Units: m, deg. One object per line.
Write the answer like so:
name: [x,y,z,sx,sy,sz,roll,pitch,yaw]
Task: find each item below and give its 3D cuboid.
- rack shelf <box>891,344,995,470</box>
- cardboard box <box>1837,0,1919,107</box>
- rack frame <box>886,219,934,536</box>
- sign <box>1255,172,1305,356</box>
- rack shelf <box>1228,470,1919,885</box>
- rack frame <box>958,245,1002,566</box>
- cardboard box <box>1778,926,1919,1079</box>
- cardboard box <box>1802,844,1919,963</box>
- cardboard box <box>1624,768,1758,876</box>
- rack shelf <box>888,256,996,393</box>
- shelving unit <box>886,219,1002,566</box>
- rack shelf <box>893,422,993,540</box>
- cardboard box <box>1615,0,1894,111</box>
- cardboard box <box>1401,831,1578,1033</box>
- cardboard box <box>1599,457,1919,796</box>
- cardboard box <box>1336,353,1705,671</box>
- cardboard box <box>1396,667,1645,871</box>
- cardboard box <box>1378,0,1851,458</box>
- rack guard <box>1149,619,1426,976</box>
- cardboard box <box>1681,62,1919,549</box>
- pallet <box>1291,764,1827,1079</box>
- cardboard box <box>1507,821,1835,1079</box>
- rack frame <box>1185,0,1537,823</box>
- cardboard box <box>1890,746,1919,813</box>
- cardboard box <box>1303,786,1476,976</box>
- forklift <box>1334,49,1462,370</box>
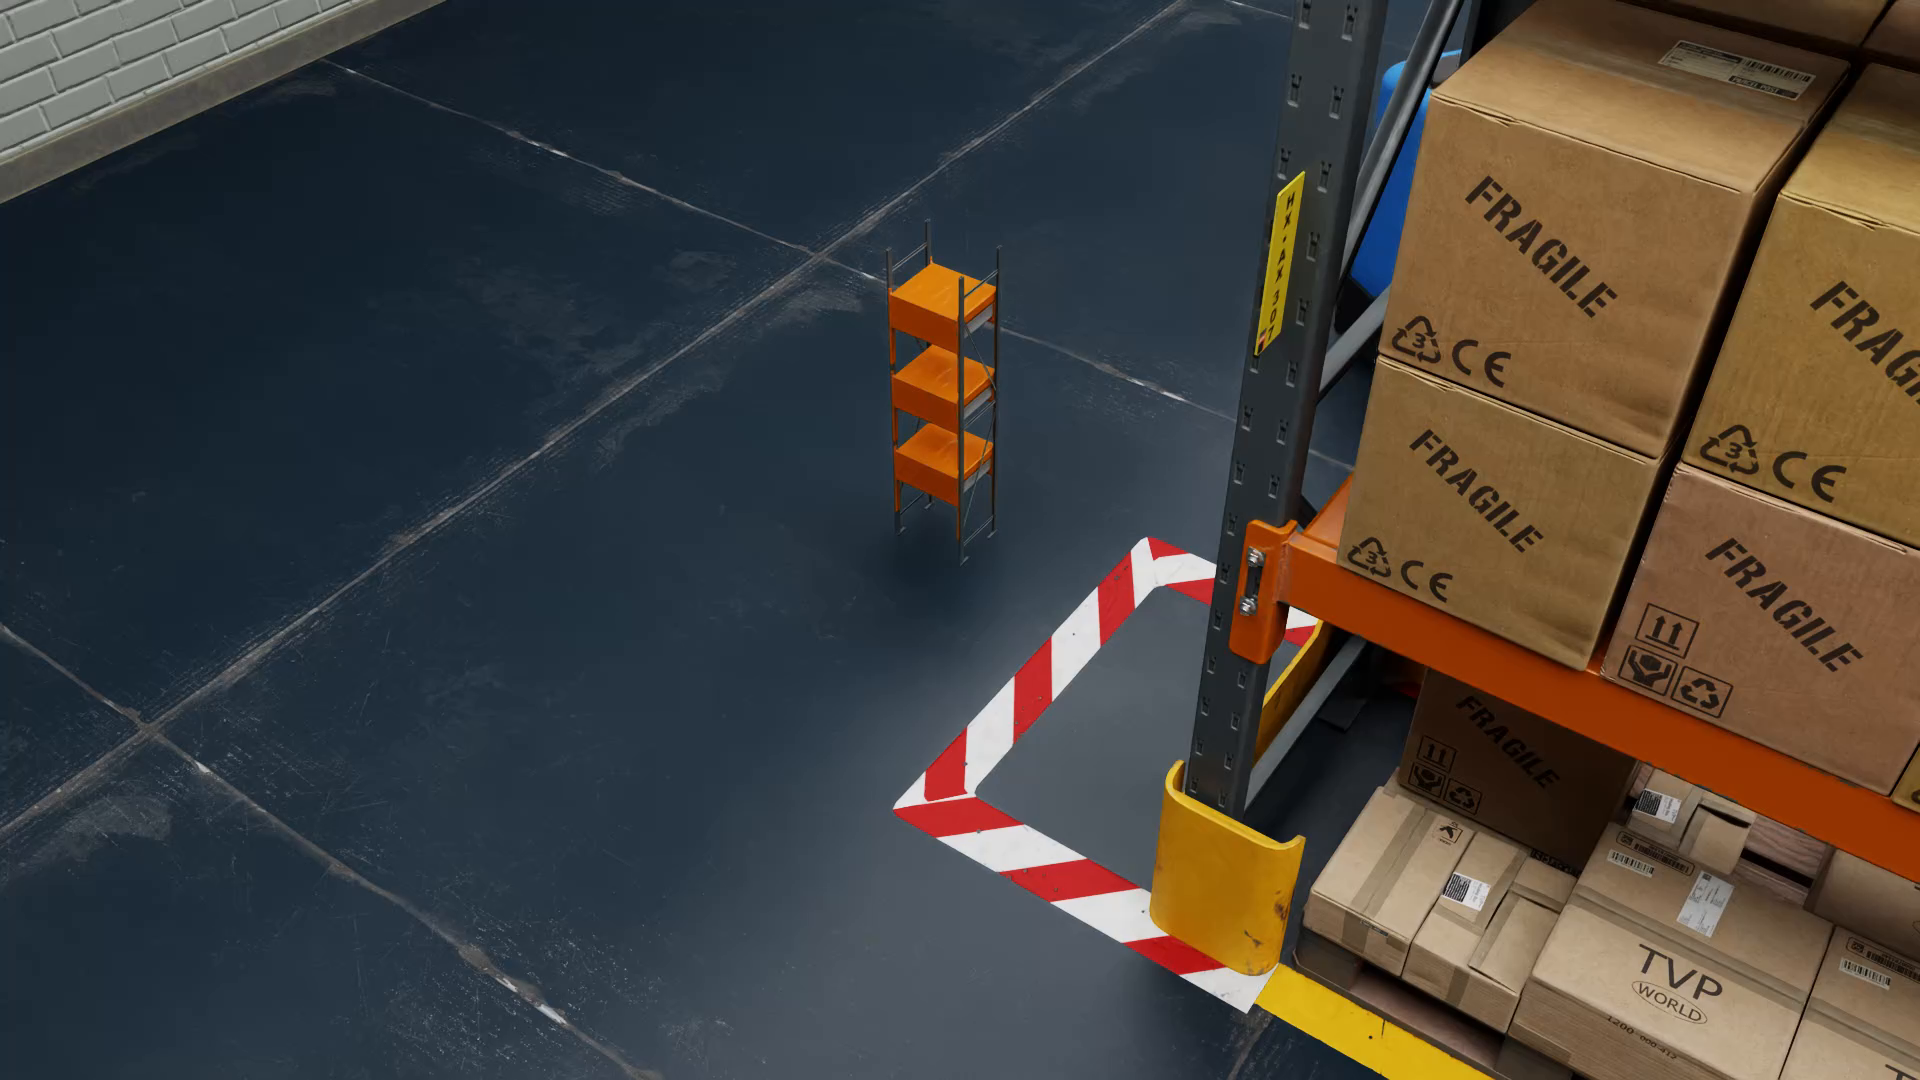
rack shelf: [-0.044,-0.404,4.930,0.240,0.259,0.215,25,48,25]
cardboard box: [1.803,-0.646,2.898,0.500,0.500,0.500,26,48,26]
rack frame: [-0.144,-0.458,4.975,0.008,1.050,0.200,25,48,25]
sign: [0.555,-0.476,2.883,0.005,0.325,0.100,25,48,25]
rack shelf: [2.504,0.584,2.887,4.000,0.370,1.077,25,48,25]
rack frame: [0.056,-0.365,4.871,0.008,1.050,0.200,25,48,25]
cardboard box: [1.967,1.157,3.439,0.500,0.250,0.500,25,48,25]
cardboard box: [2.214,0.865,3.766,0.500,0.250,0.500,25,48,25]
cardboard box: [1.733,0.720,3.990,0.250,0.166,0.380,25,48,25]
rack shelf: [-0.044,-0.615,4.741,0.240,0.259,0.215,25,48,25]
shelving unit: [-0.044,-0.412,4.923,0.252,1.050,0.215,25,48,25]
rack shelf: [-0.044,-0.197,5.115,0.240,0.259,0.215,25,48,25]
cardboard box: [1.389,-0.839,3.113,0.500,0.500,0.500,25,47,25]
cardboard box: [1.217,0.886,3.805,0.250,0.166,0.380,25,48,25]
cardboard box: [1.504,0.022,2.901,0.500,0.500,0.500,25,47,25]
cardboard box: [1.078,-0.173,3.119,0.500,0.500,0.500,26,48,26]
cardboard box: [1.453,0.392,4.107,0.500,0.500,0.500,25,48,25]
cardboard box: [1.078,-0.545,2.785,0.500,0.500,0.500,27,48,27]
rack guard: [0.929,0.511,4.304,0.348,0.500,1.175,25,48,25]
cardboard box: [1.511,-0.349,2.566,0.500,0.500,0.500,26,48,26]
pallet: [1.582,0.924,4.060,1.213,0.211,1.003,25,48,25]
cardboard box: [1.558,0.966,3.653,0.500,0.250,0.500,25,48,25]
rack frame: [0.866,-0.449,3.503,0.127,3.000,1.000,25,48,25]
cardboard box: [1.913,0.216,2.685,0.500,0.500,0.500,25,47,25]
cardboard box: [1.012,0.797,3.918,0.250,0.149,0.380,25,48,25]
forklift: [2.918,-1.893,5.167,3.031,2.935,1.130,-15,44,-16]
